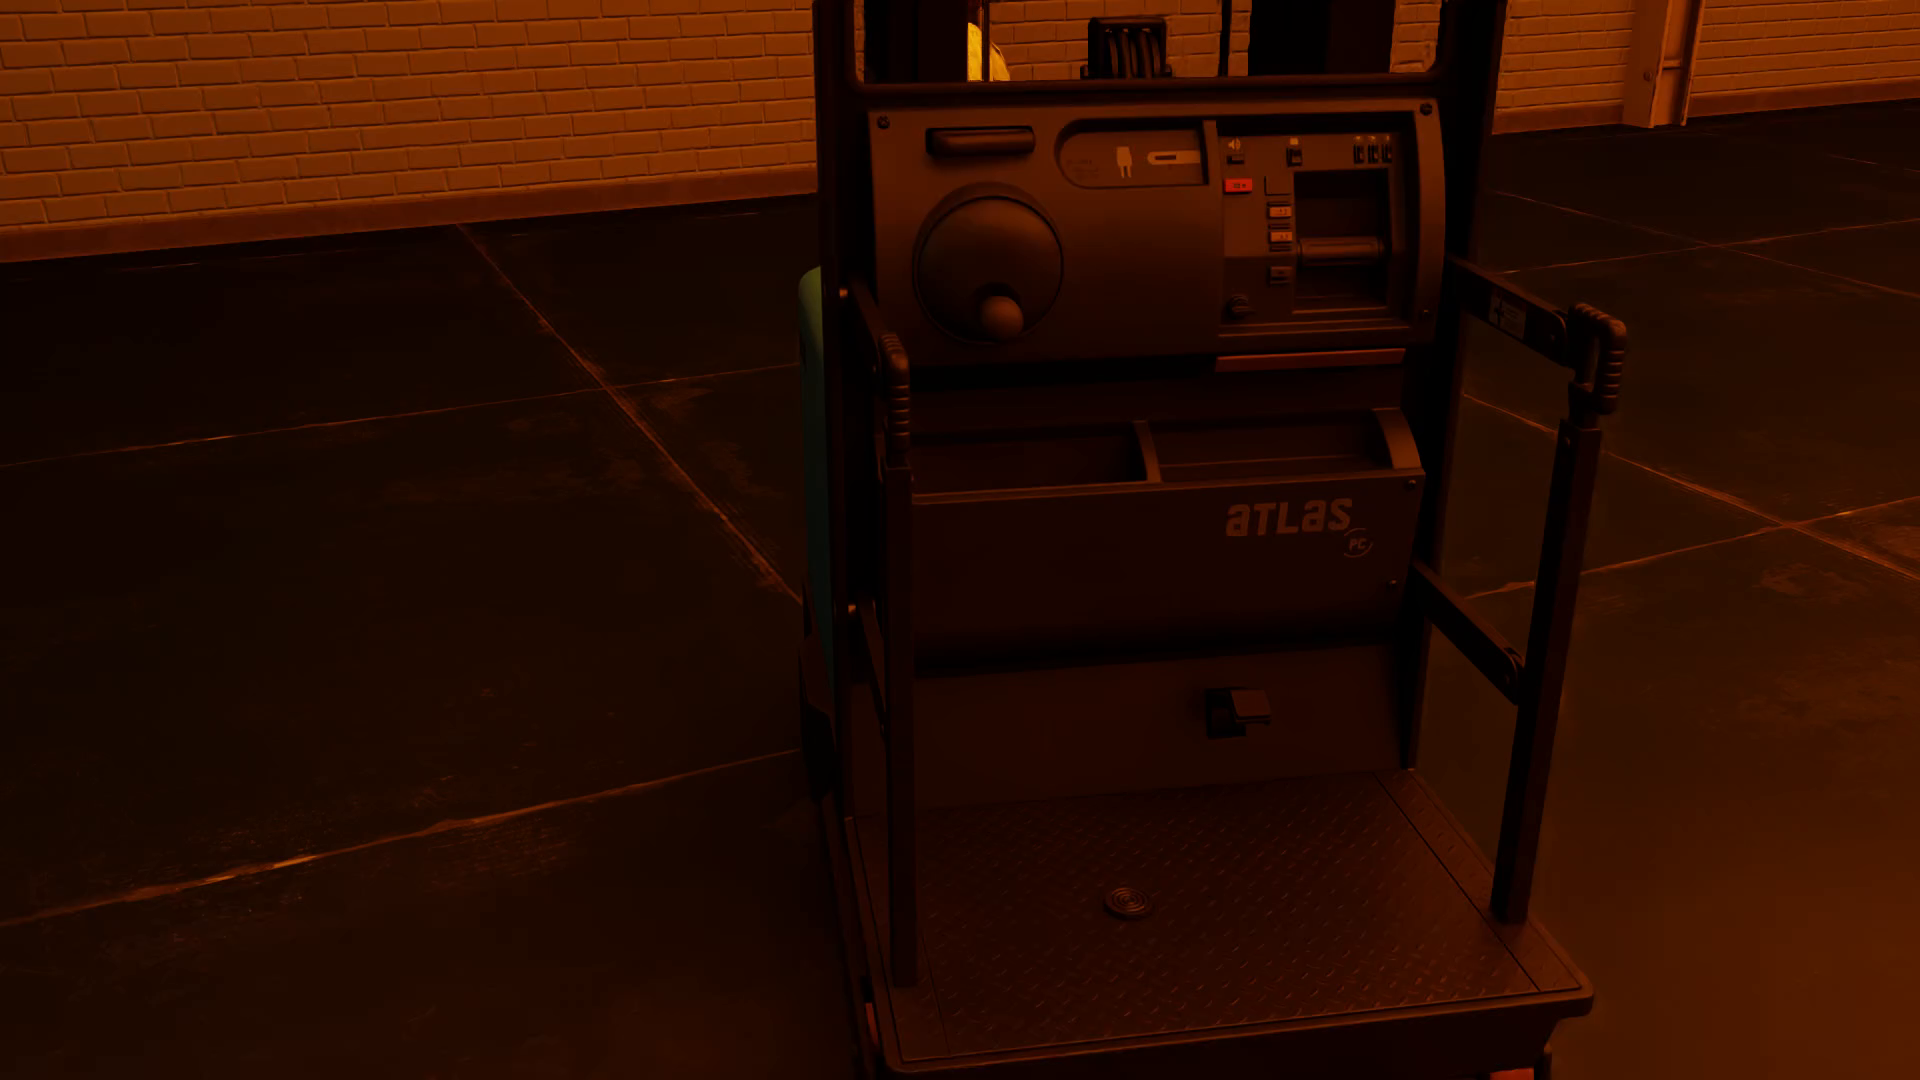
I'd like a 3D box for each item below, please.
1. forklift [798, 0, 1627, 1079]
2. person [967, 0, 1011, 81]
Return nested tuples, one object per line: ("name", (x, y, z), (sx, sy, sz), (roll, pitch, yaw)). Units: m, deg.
("forklift", (0.358, -0.481, 2.444), (1.130, 2.935, 3.031), (-4, 23, -9))
("person", (0.094, -0.849, 4.829), (0.543, 1.778, 0.718), (-11, 25, -24))
